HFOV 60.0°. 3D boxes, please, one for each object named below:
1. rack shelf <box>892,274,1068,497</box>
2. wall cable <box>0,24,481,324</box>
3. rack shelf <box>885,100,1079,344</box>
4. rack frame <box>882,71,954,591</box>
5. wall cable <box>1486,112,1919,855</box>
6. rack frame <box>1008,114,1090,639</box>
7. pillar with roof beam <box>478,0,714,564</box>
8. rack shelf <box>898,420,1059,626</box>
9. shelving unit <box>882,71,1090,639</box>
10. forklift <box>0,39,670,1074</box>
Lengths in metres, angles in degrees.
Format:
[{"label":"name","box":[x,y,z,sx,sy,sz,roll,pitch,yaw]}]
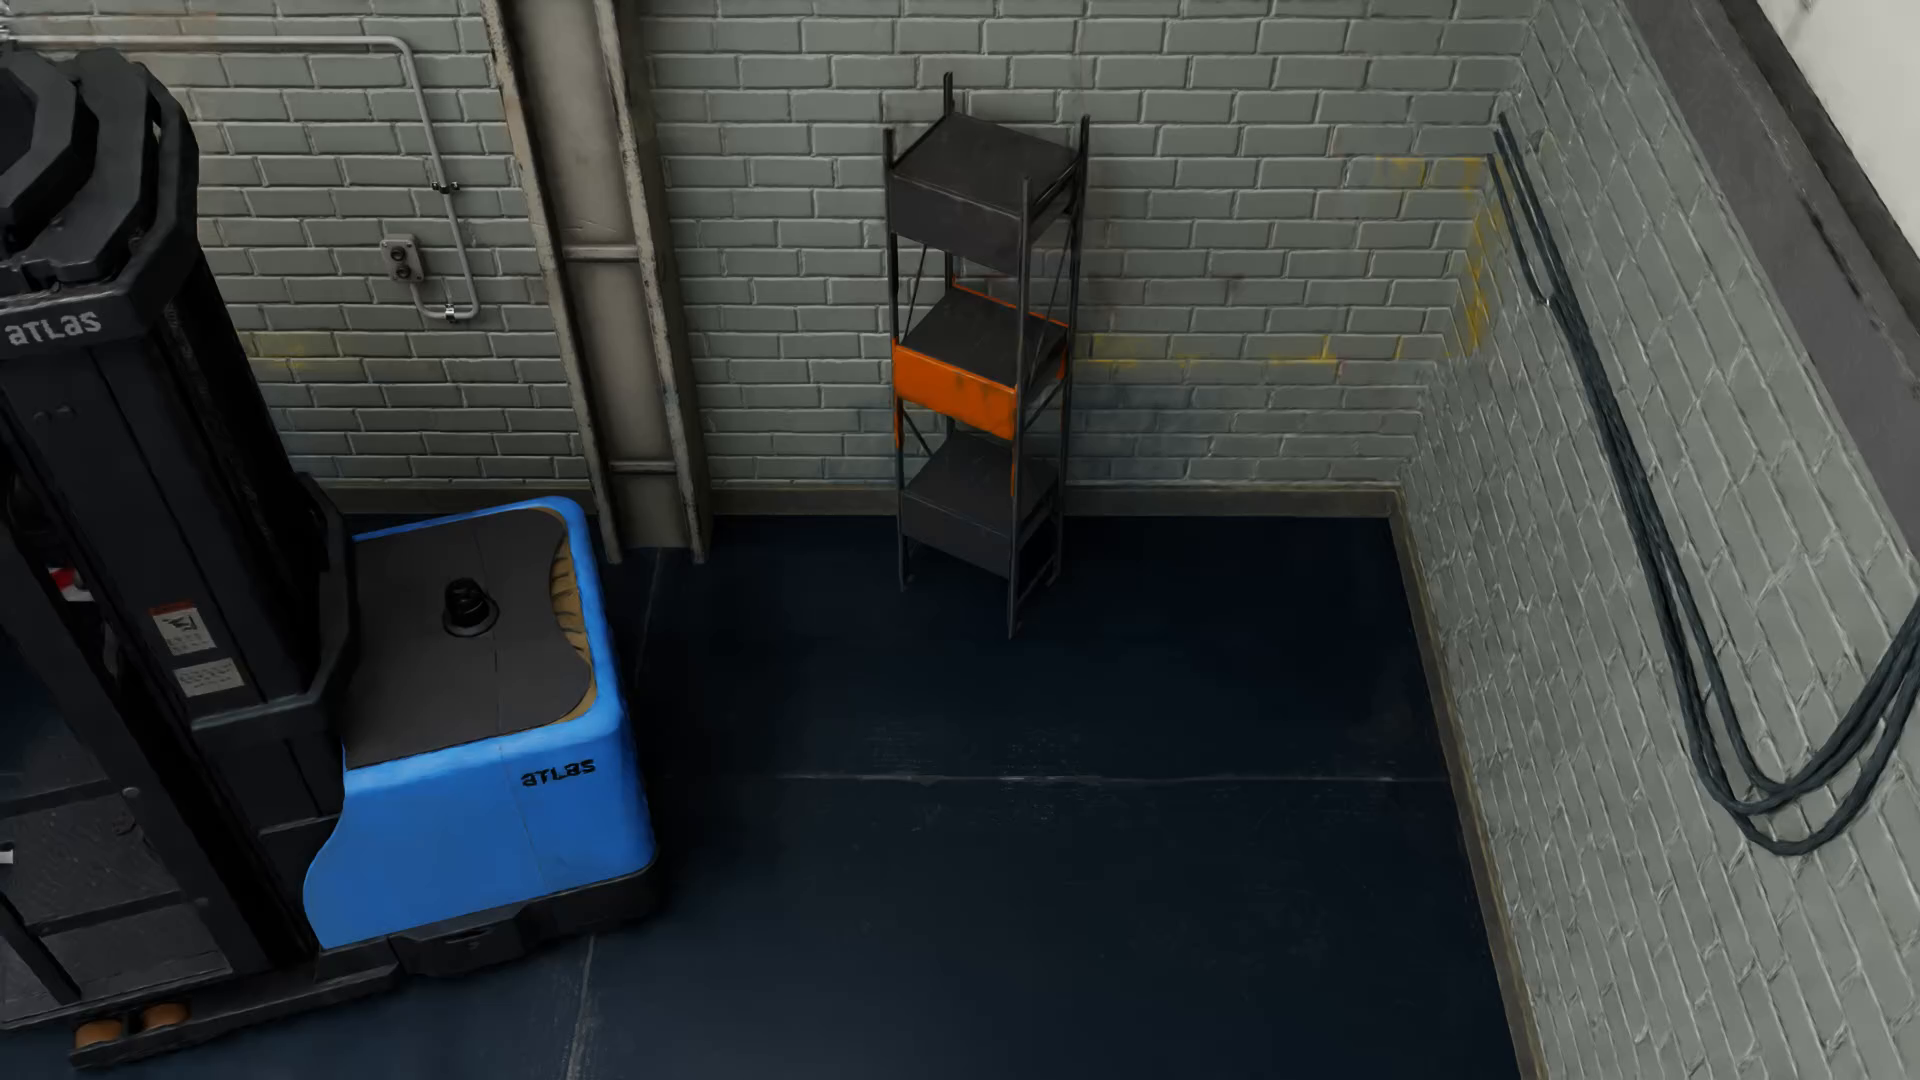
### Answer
[{"label":"rack shelf","box":[0.081,-0.543,5.839,0.480,0.518,0.431,23,51,20]},{"label":"wall cable","box":[-2.632,-1.450,5.356,1.851,1.984,0.084,0,47,0]},{"label":"rack shelf","box":[0.081,-1.020,5.327,0.480,0.518,0.431,23,51,20]},{"label":"rack frame","box":[-0.130,-0.642,5.913,0.015,2.100,0.400,23,51,20]},{"label":"wall cable","box":[1.739,-1.124,3.770,0.112,2.526,3.097,0,47,0]},{"label":"rack frame","box":[0.292,-0.463,5.746,0.015,2.100,0.400,23,51,20]},{"label":"pillar with roof beam","box":[-1.228,0.067,0.540,0.400,9.000,9.100,0,47,0]},{"label":"rack shelf","box":[0.081,-0.066,6.352,0.480,0.518,0.431,23,51,20]},{"label":"shelving unit","box":[0.081,-0.552,5.829,0.503,2.100,0.431,23,51,20]},{"label":"forklift","box":[-2.548,0.218,4.545,3.031,2.935,1.130,-12,48,-11]}]
